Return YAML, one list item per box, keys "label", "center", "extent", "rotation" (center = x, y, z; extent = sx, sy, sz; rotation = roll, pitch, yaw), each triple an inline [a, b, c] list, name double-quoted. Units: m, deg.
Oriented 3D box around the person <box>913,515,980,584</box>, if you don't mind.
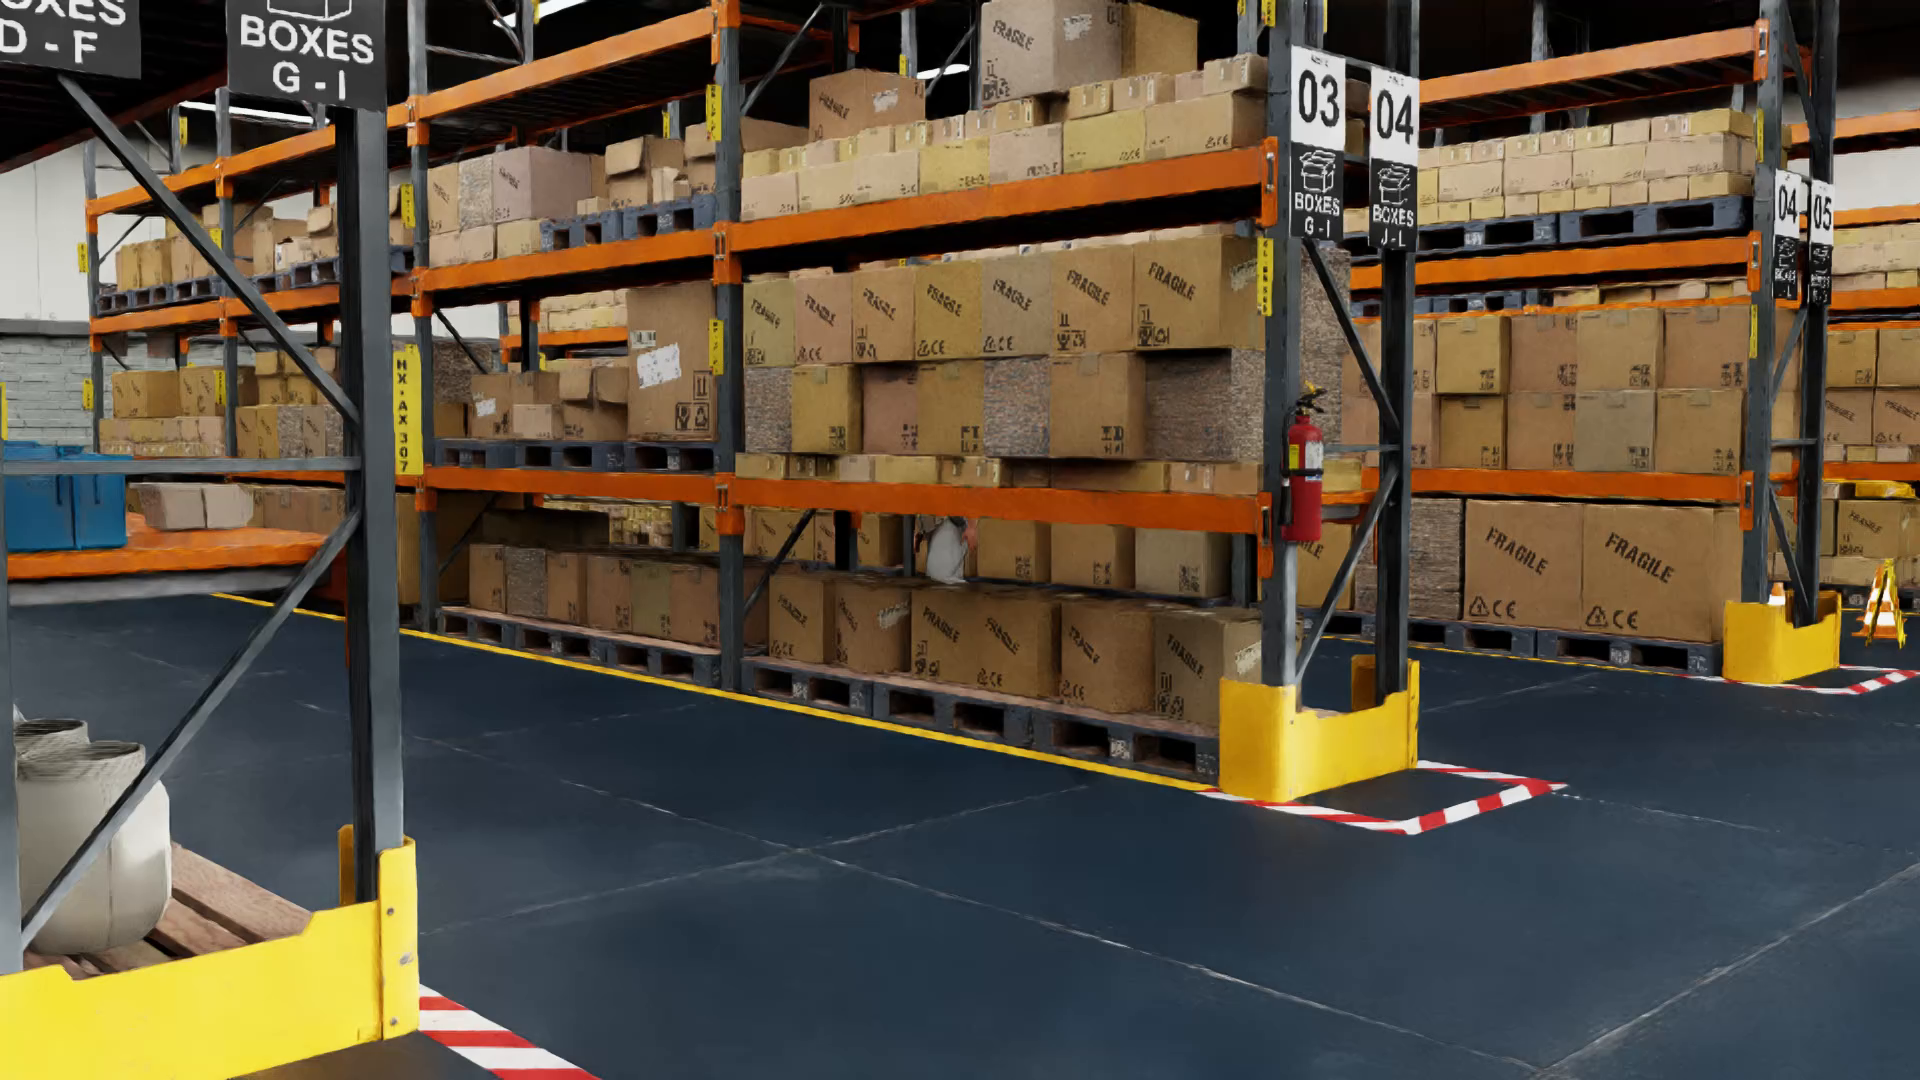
- label: "person"
  center: [-0.057, -0.060, 11.644]
  extent: [0.517, 1.706, 0.710]
  rotation: [-2, 4, -21]
